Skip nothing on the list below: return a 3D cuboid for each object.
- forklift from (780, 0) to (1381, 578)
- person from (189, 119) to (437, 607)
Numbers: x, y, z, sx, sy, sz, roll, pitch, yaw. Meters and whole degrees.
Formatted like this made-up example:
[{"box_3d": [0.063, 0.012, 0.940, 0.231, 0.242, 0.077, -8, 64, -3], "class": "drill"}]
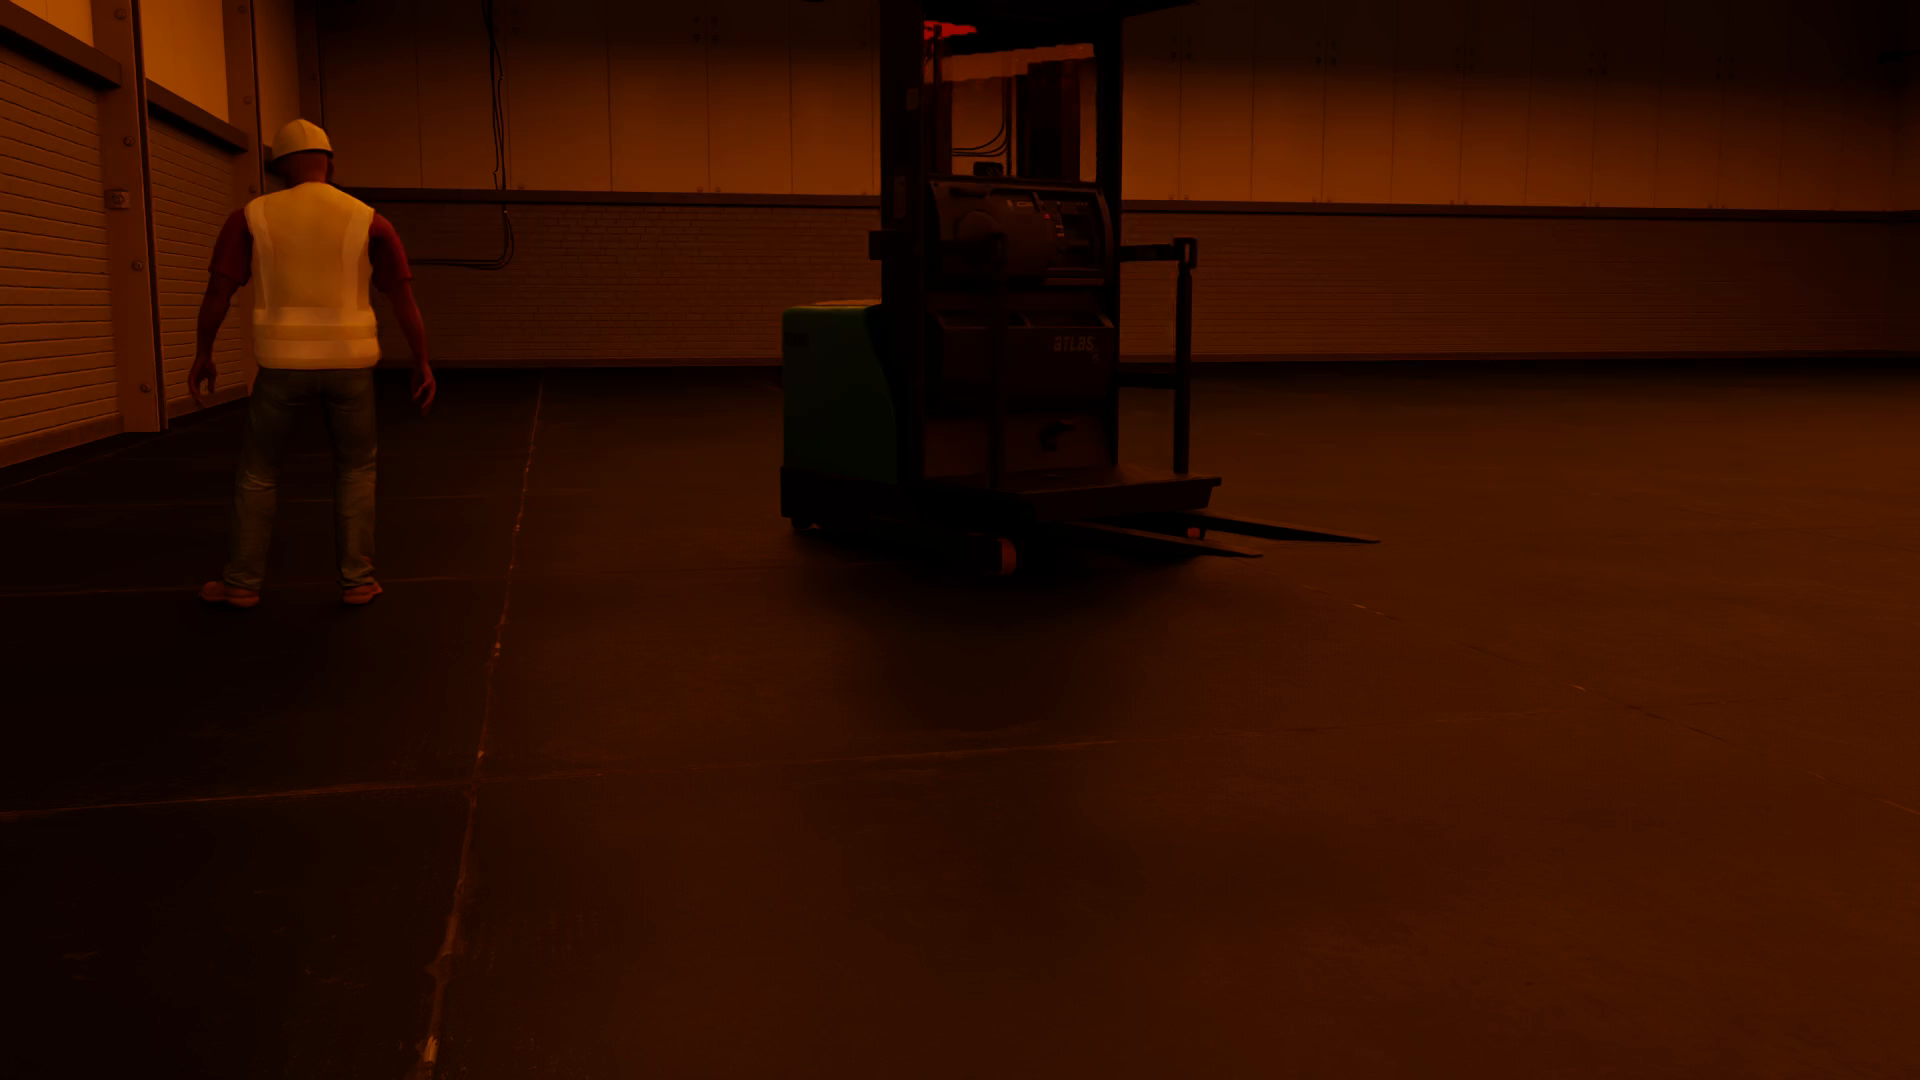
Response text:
[{"box_3d": [0.396, -1.374, 6.952, 1.130, 2.935, 3.031, -6, 10, -35], "class": "forklift"}, {"box_3d": [-2.355, -0.643, 6.039, 0.852, 1.737, 0.428, -3, 8, -19], "class": "person"}]
